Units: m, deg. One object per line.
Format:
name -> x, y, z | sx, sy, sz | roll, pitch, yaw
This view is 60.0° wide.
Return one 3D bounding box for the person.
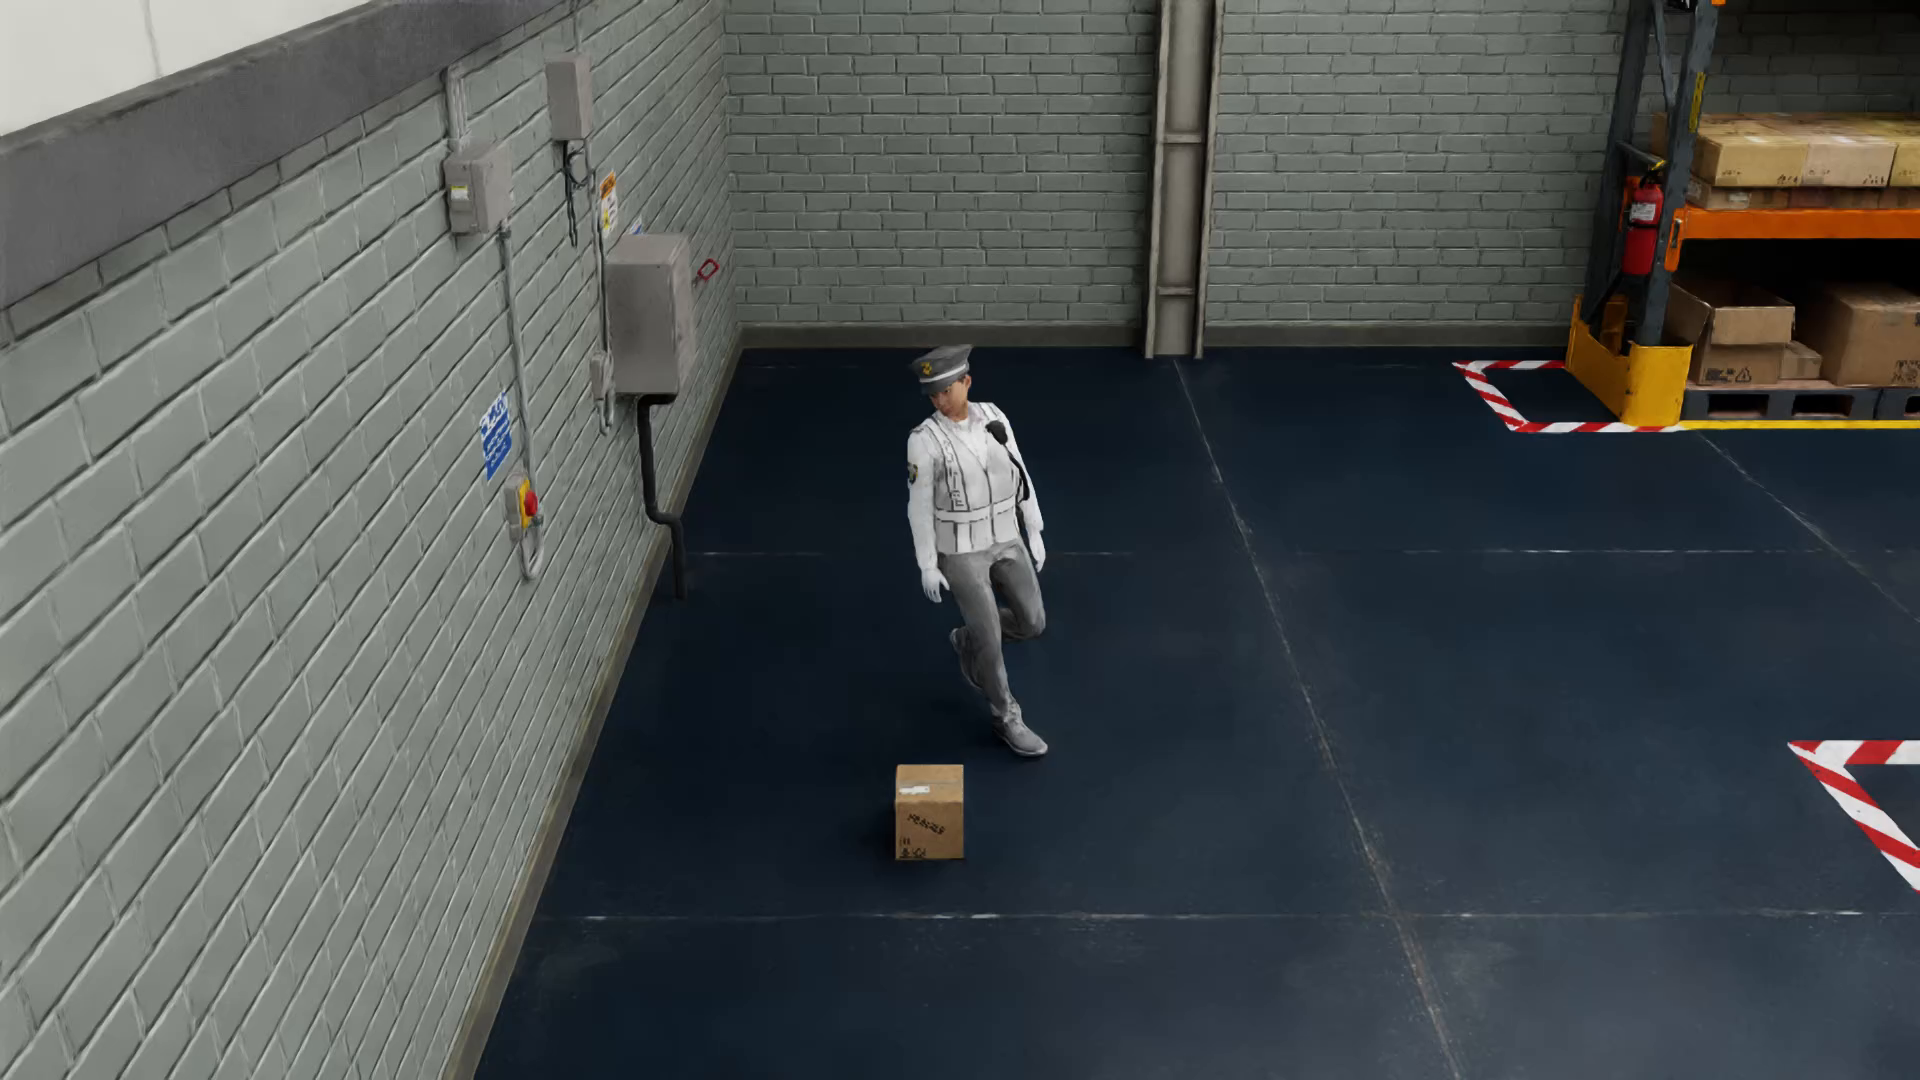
person -> 0.081, 0.035, 6.536 | 0.544, 1.641, 0.657 | -15, 28, -30
